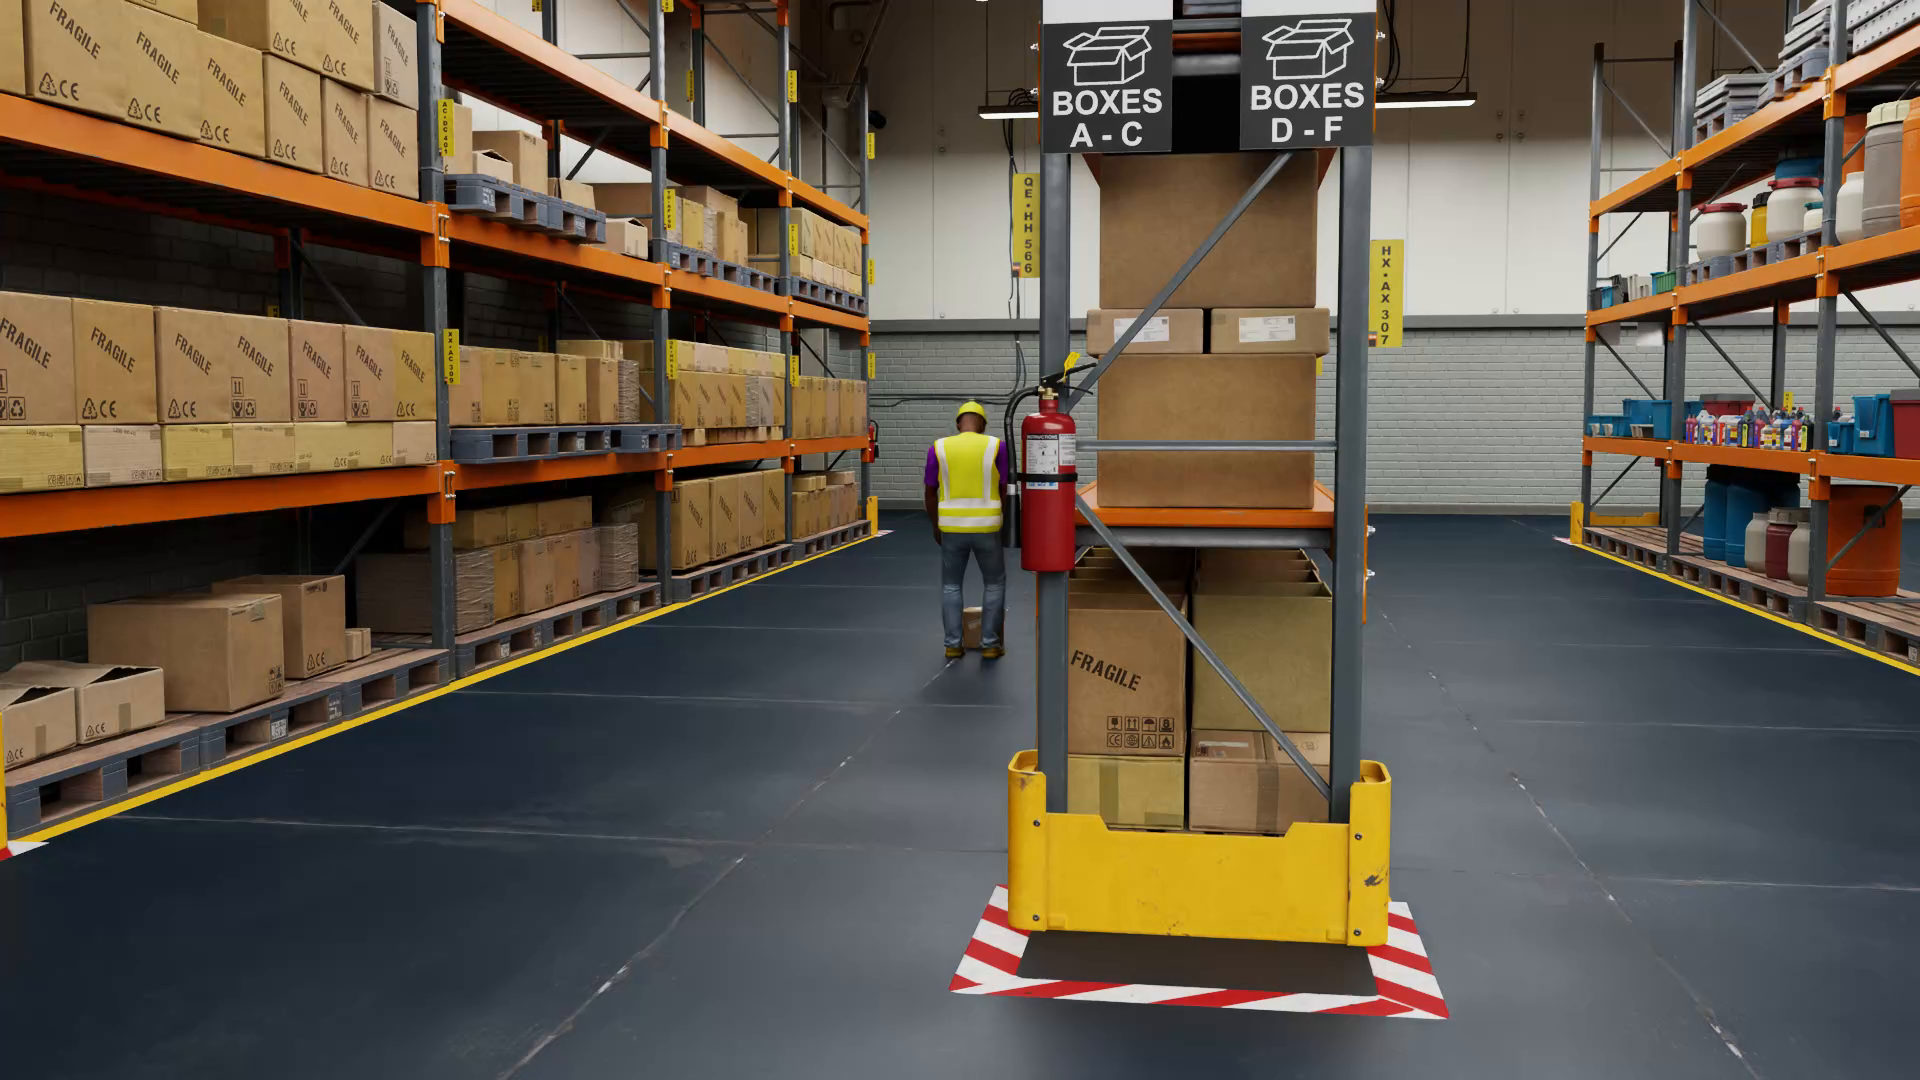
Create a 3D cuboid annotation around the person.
[{"bbox_3d":[0.060,-0.072,10.986,0.602,1.683,0.511,1,5,10],"label":"person"}]
